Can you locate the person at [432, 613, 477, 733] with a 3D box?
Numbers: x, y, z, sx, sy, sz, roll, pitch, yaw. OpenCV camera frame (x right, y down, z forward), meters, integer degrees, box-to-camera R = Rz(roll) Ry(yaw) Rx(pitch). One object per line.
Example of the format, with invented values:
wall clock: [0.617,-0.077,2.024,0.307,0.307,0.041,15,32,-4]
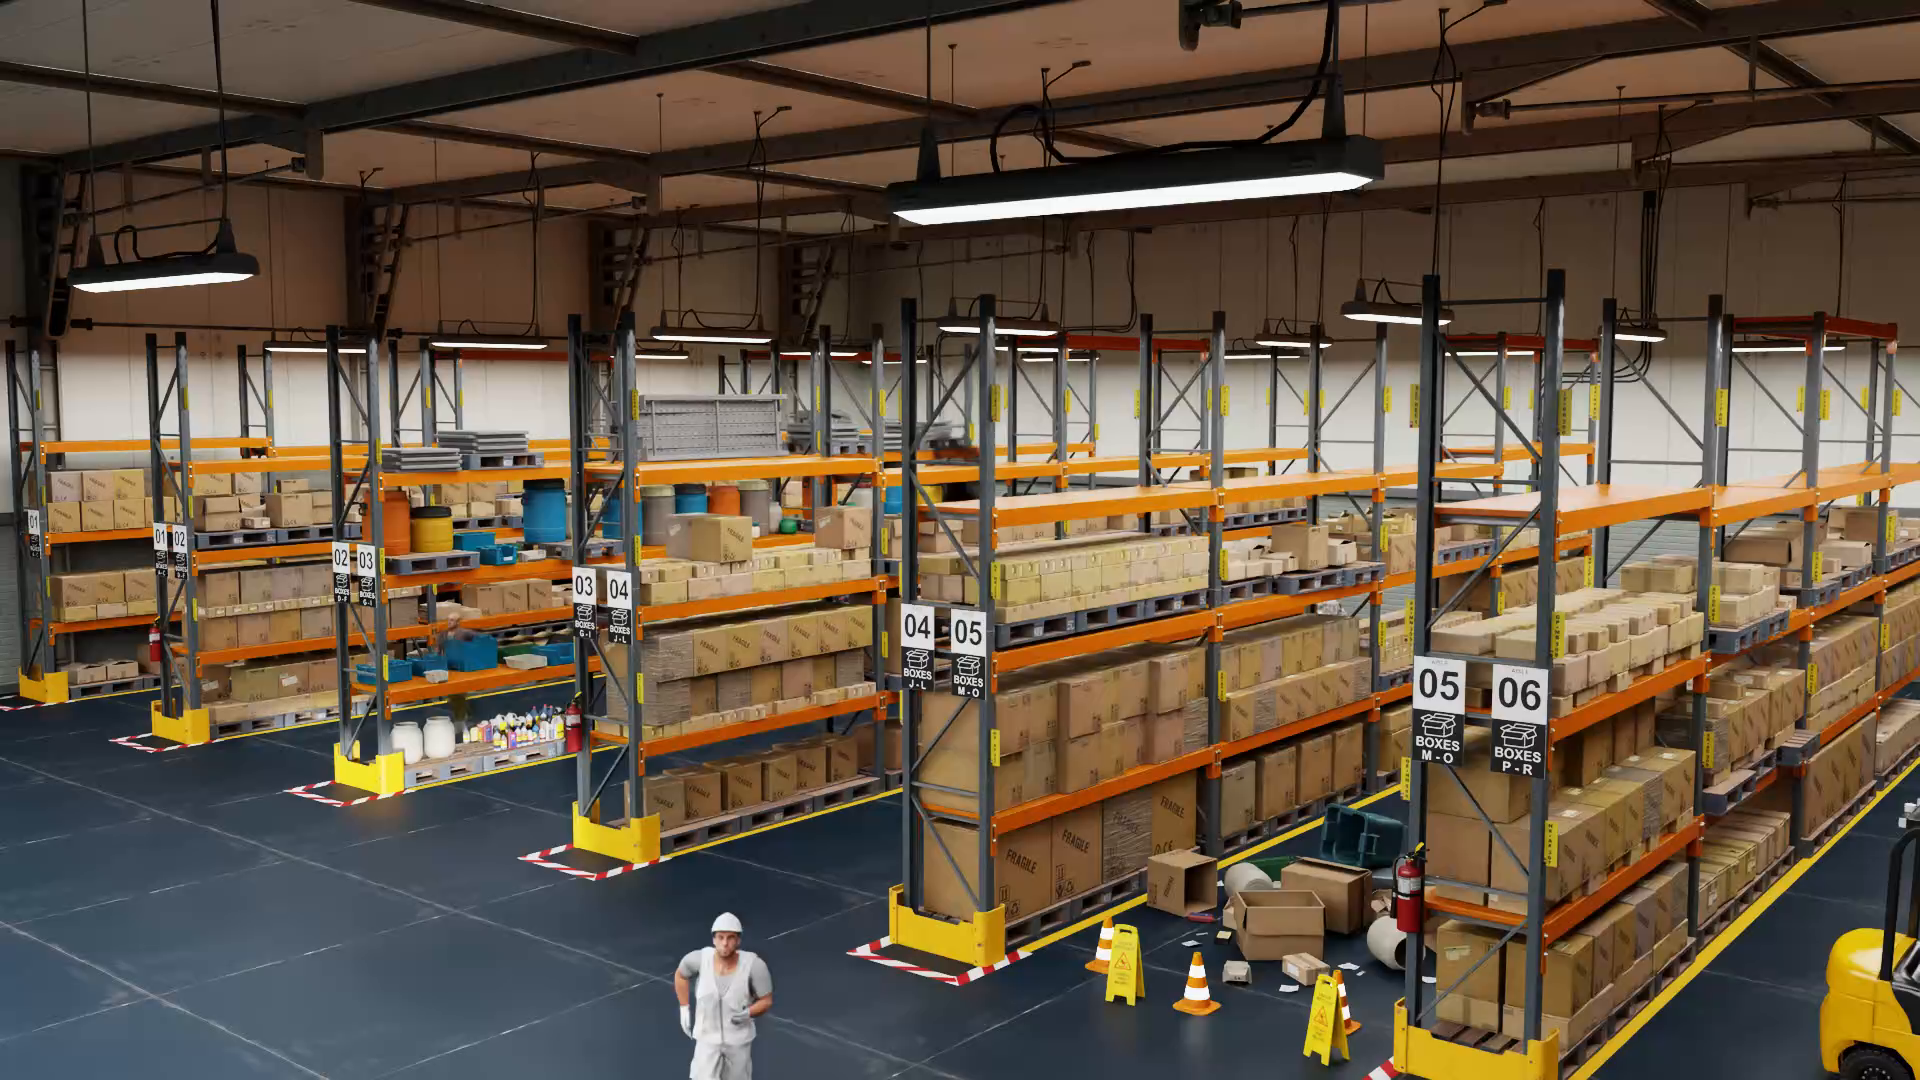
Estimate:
person: [-7.674,2.018,25.247,0.699,1.840,0.812,2,6,23]

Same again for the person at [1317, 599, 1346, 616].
person: [6.976,1.525,31.412,0.638,1.644,0.592,-3,6,-32]

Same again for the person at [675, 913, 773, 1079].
person: [-1.551,3.297,10.931,0.647,1.750,0.735,-1,5,-6]
